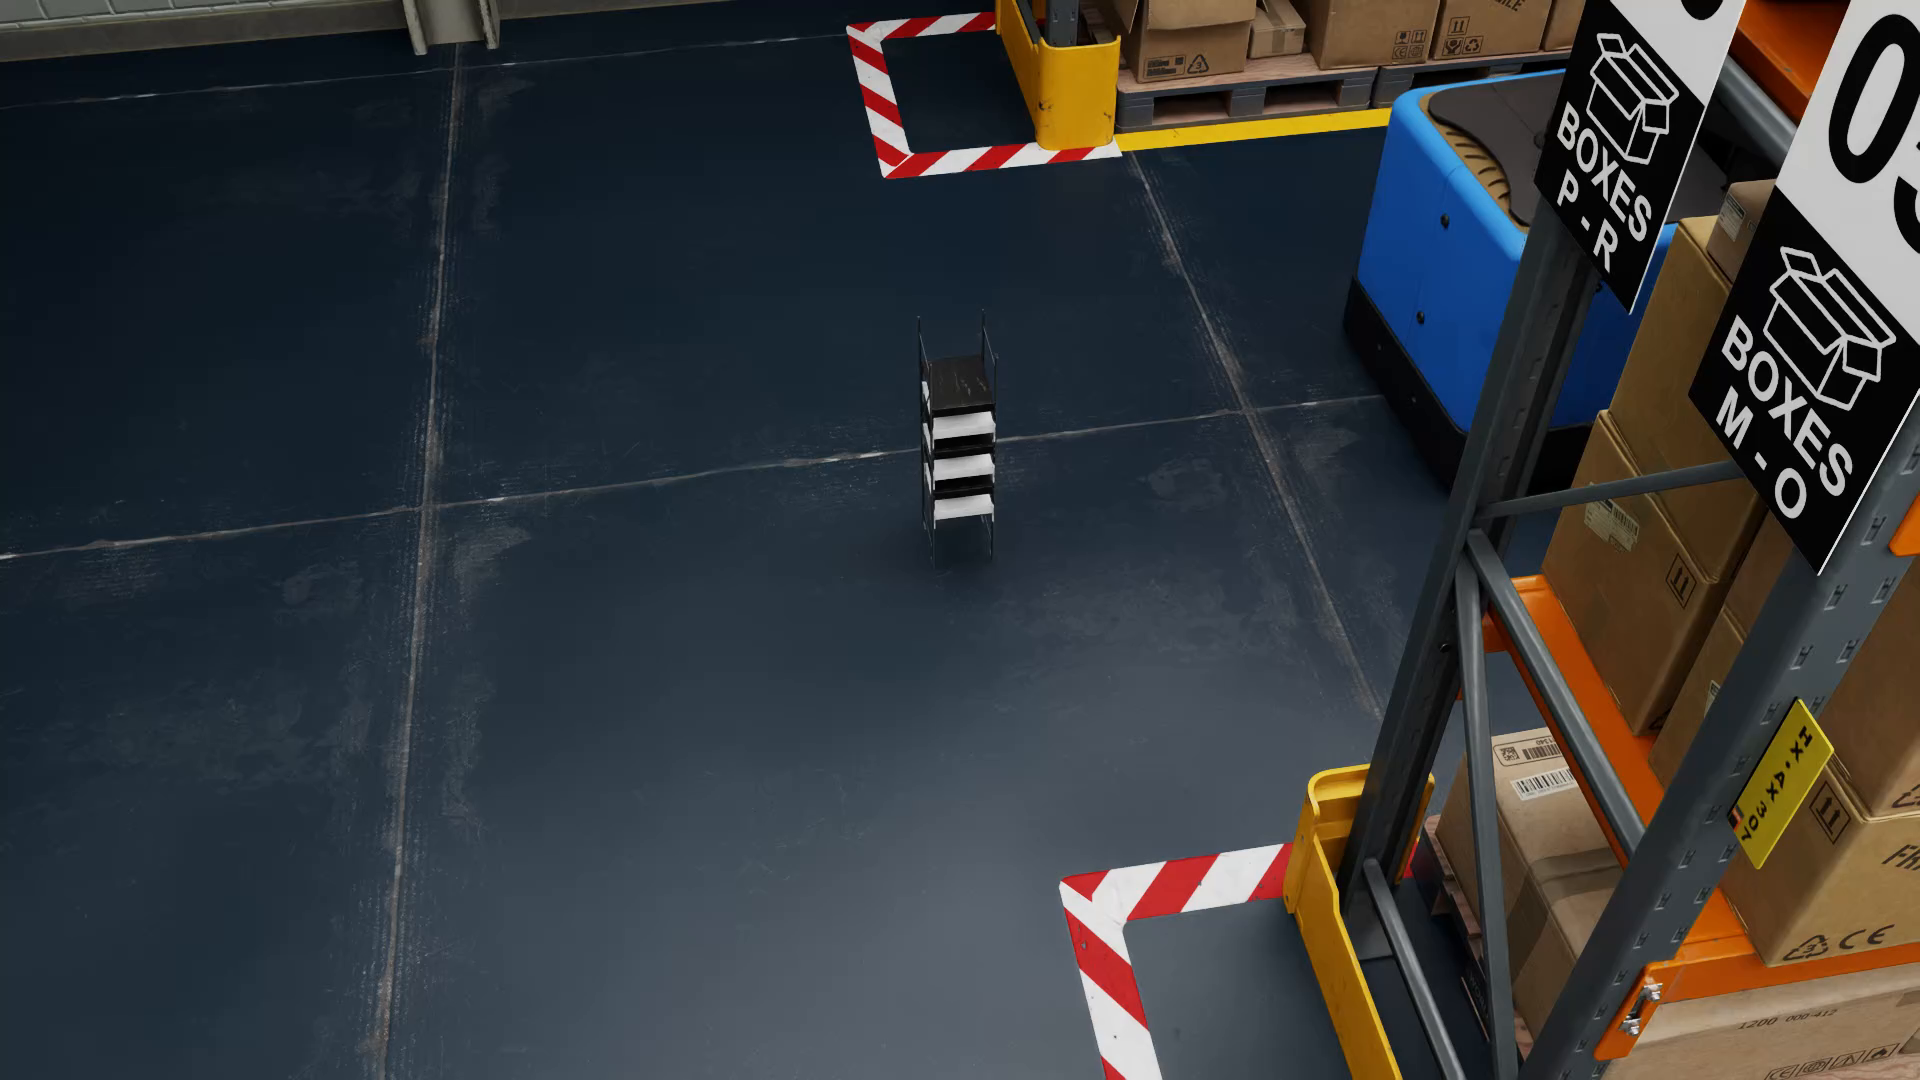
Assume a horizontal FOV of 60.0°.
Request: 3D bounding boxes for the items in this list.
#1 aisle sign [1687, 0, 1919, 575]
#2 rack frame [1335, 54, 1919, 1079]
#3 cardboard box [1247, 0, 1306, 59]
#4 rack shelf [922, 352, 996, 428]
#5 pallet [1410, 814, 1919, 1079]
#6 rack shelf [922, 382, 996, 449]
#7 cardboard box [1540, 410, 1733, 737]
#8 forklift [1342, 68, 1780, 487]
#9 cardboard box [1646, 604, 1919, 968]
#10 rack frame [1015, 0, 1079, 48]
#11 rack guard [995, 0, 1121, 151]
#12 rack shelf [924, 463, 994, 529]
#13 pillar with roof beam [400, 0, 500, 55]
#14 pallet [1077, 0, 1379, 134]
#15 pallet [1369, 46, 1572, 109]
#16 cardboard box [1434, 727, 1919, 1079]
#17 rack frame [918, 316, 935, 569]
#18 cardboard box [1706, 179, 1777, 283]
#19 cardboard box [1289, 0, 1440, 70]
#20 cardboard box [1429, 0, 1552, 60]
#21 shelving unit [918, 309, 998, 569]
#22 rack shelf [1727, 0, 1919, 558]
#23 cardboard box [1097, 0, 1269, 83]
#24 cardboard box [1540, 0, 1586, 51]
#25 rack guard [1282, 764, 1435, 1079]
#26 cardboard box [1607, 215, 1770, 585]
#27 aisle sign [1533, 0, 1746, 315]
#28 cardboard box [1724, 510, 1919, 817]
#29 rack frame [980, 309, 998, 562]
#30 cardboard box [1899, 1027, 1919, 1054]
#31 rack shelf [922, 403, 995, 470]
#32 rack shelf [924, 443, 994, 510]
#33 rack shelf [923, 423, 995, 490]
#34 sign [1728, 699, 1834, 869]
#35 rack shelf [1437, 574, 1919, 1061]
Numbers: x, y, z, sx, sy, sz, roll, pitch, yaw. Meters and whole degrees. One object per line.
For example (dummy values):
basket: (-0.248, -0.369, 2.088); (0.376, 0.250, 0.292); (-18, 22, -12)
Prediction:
aisle sign: (1.185, -0.363, 2.211); (0.004, 0.787, 0.394); (-7, 46, -7)
rack frame: (1.207, 0.324, 3.354); (0.127, 3.000, 1.000); (-7, 46, -7)
cardboard box: (1.401, -2.386, 7.654); (0.250, 0.149, 0.380); (-9, 47, -8)
rack shelf: (-0.008, -0.475, 5.255); (0.200, 0.077, 0.258); (-7, 46, -7)
pallet: (1.981, 1.138, 4.507); (1.213, 0.211, 1.003); (-7, 46, -7)
rack shelf: (-0.008, -0.413, 5.319); (0.200, 0.077, 0.258); (-7, 46, -7)
cardboard box: (1.637, 0.043, 3.556); (0.500, 0.500, 0.500); (-7, 46, -7)
forklift: (3.058, -1.746, 5.397); (3.031, 2.935, 1.130); (-10, 47, -10)
cardboard box: (1.729, 0.435, 3.179); (0.500, 0.500, 0.500); (-7, 47, -7)
rack frame: (0.357, -3.197, 6.747); (0.127, 3.000, 1.000); (-7, 46, -7)
rack guard: (0.431, -2.339, 7.657); (0.348, 0.500, 1.175); (-7, 46, -7)
rack shelf: (-0.008, -0.163, 5.579); (0.200, 0.077, 0.258); (-7, 46, -7)
pillar with roof beam: (-1.720, -2.532, 1.941); (0.400, 9.000, 9.100); (-7, 46, -7)
pallet: (1.217, -2.337, 7.856); (1.213, 0.211, 1.003); (-7, 46, -7)
pallet: (2.416, -2.485, 7.998); (1.213, 0.211, 1.003); (-7, 46, -7)
cardboard box: (1.840, 0.916, 4.272); (0.875, 0.438, 0.875); (-9, 47, -8)
rack frame: (-0.108, -0.299, 5.413); (0.006, 0.900, 0.240); (-7, 46, -7)
cardboard box: (1.526, -0.468, 2.904); (0.250, 0.149, 0.380); (-7, 46, -6)
cardboard box: (1.824, -2.561, 7.579); (0.500, 0.500, 0.700); (-5, 46, -5)
cardboard box: (2.362, -2.555, 7.573); (0.500, 0.500, 0.500); (-6, 46, -6)
shelving unit: (-0.008, -0.311, 5.425); (0.210, 0.900, 0.258); (-7, 46, -7)
rack shelf: (3.177, -0.712, 2.770); (4.000, 0.370, 1.077); (-7, 46, -7)
cardboard box: (0.975, -2.485, 7.503); (0.637, 0.503, 0.797); (-9, 47, -8)
cardboard box: (2.847, -2.688, 7.701); (0.500, 0.500, 0.700); (-9, 47, -8)
rack guard: (1.183, 1.195, 4.252); (0.348, 0.500, 1.175); (-7, 46, -7)
cardboard box: (1.641, -0.285, 3.178); (0.500, 0.500, 0.500); (-6, 46, -5)
aisle sign: (1.083, -0.789, 2.622); (0.004, 0.787, 0.394); (-7, 46, -7)
cardboard box: (1.728, 0.086, 2.820); (0.500, 0.500, 0.500); (-8, 47, -8)
rack frame: (0.092, -0.324, 5.437); (0.006, 0.900, 0.240); (-7, 46, -7)
cardboard box: (2.740, 0.797, 4.386); (0.875, 0.438, 0.875); (-6, 46, -6)
rack shelf: (-0.008, -0.351, 5.384); (0.200, 0.077, 0.258); (-7, 46, -7)
rack shelf: (-0.008, -0.226, 5.514); (0.200, 0.077, 0.258); (-7, 46, -7)
rack shelf: (-0.008, -0.288, 5.449); (0.200, 0.077, 0.258); (-7, 46, -7)
sign: (1.295, 0.391, 2.634); (0.005, 0.325, 0.100); (-7, 46, -7)
rack shelf: (3.177, 0.329, 3.850); (4.000, 0.370, 1.077); (-7, 46, -7)
